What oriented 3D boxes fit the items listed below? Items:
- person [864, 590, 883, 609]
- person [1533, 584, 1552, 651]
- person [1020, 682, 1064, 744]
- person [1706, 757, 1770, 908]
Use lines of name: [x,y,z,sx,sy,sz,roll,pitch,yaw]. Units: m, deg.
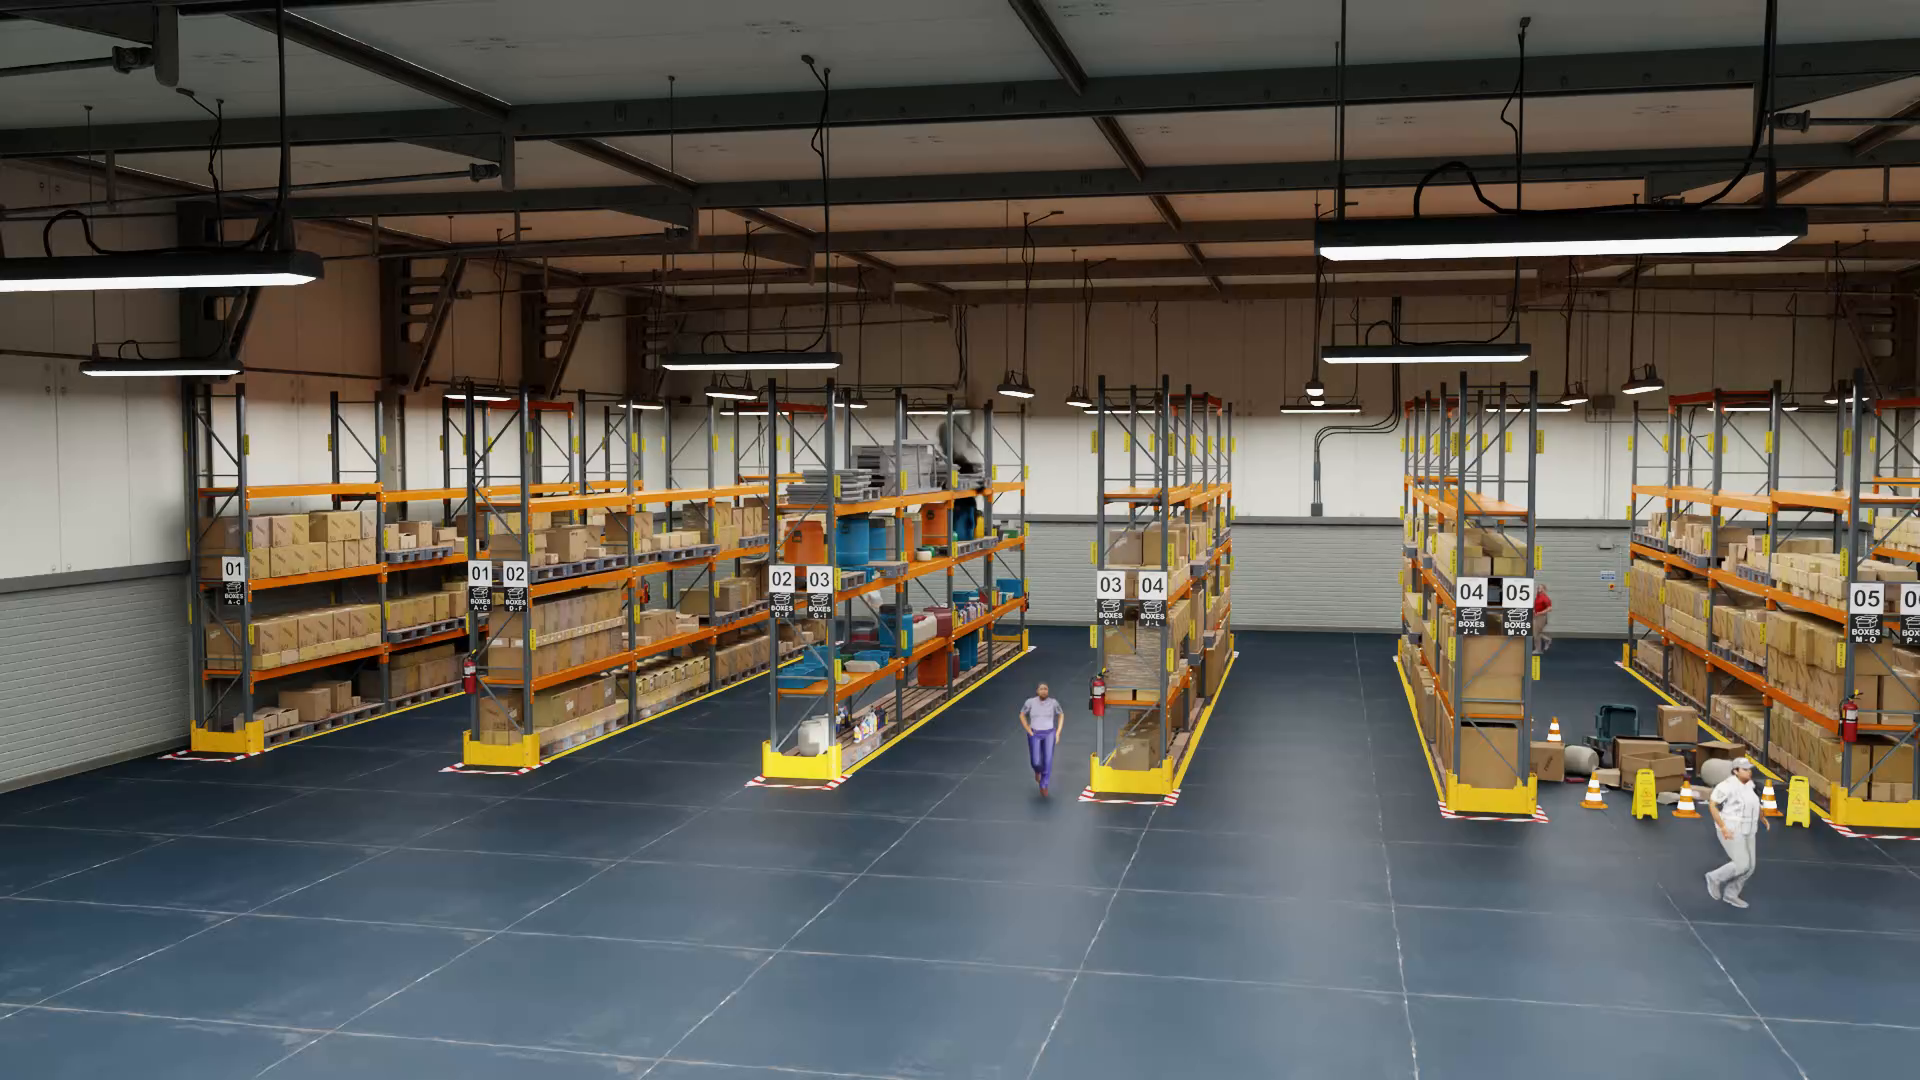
person: [-2.106,1.799,41.540,0.622,1.631,0.783,-2,4,-32]
person: [13.869,1.849,39.742,0.575,1.590,0.663,0,3,-5]
person: [1.177,2.478,23.855,0.641,0.887,0.378,0,3,3]
person: [8.453,3.161,18.038,0.618,1.633,0.546,-2,4,-28]
